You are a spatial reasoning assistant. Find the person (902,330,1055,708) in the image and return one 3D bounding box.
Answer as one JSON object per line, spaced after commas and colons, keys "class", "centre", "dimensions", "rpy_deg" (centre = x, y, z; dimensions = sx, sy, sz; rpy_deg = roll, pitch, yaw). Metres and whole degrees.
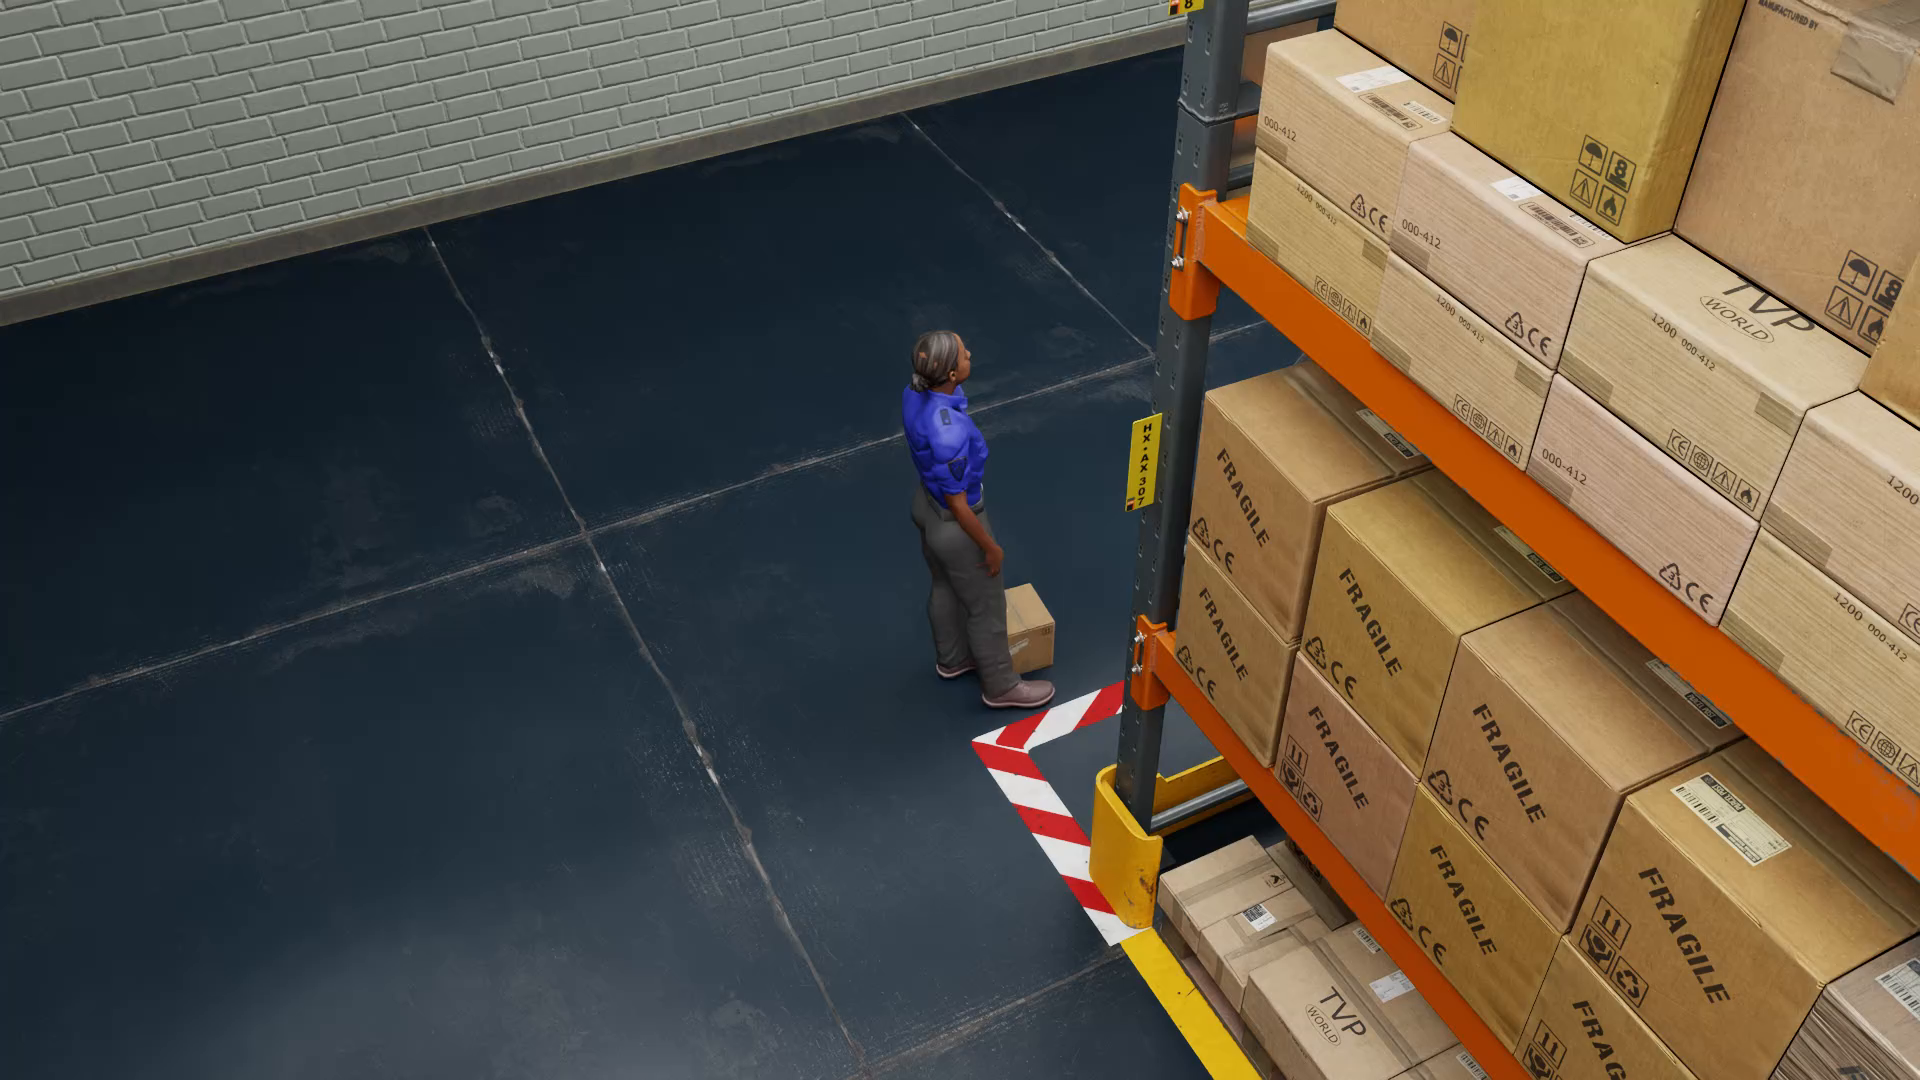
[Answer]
{"class": "person", "centre": [0.060, -0.085, 6.247], "dimensions": [0.504, 1.654, 0.569], "rpy_deg": [-15, 44, -16]}
